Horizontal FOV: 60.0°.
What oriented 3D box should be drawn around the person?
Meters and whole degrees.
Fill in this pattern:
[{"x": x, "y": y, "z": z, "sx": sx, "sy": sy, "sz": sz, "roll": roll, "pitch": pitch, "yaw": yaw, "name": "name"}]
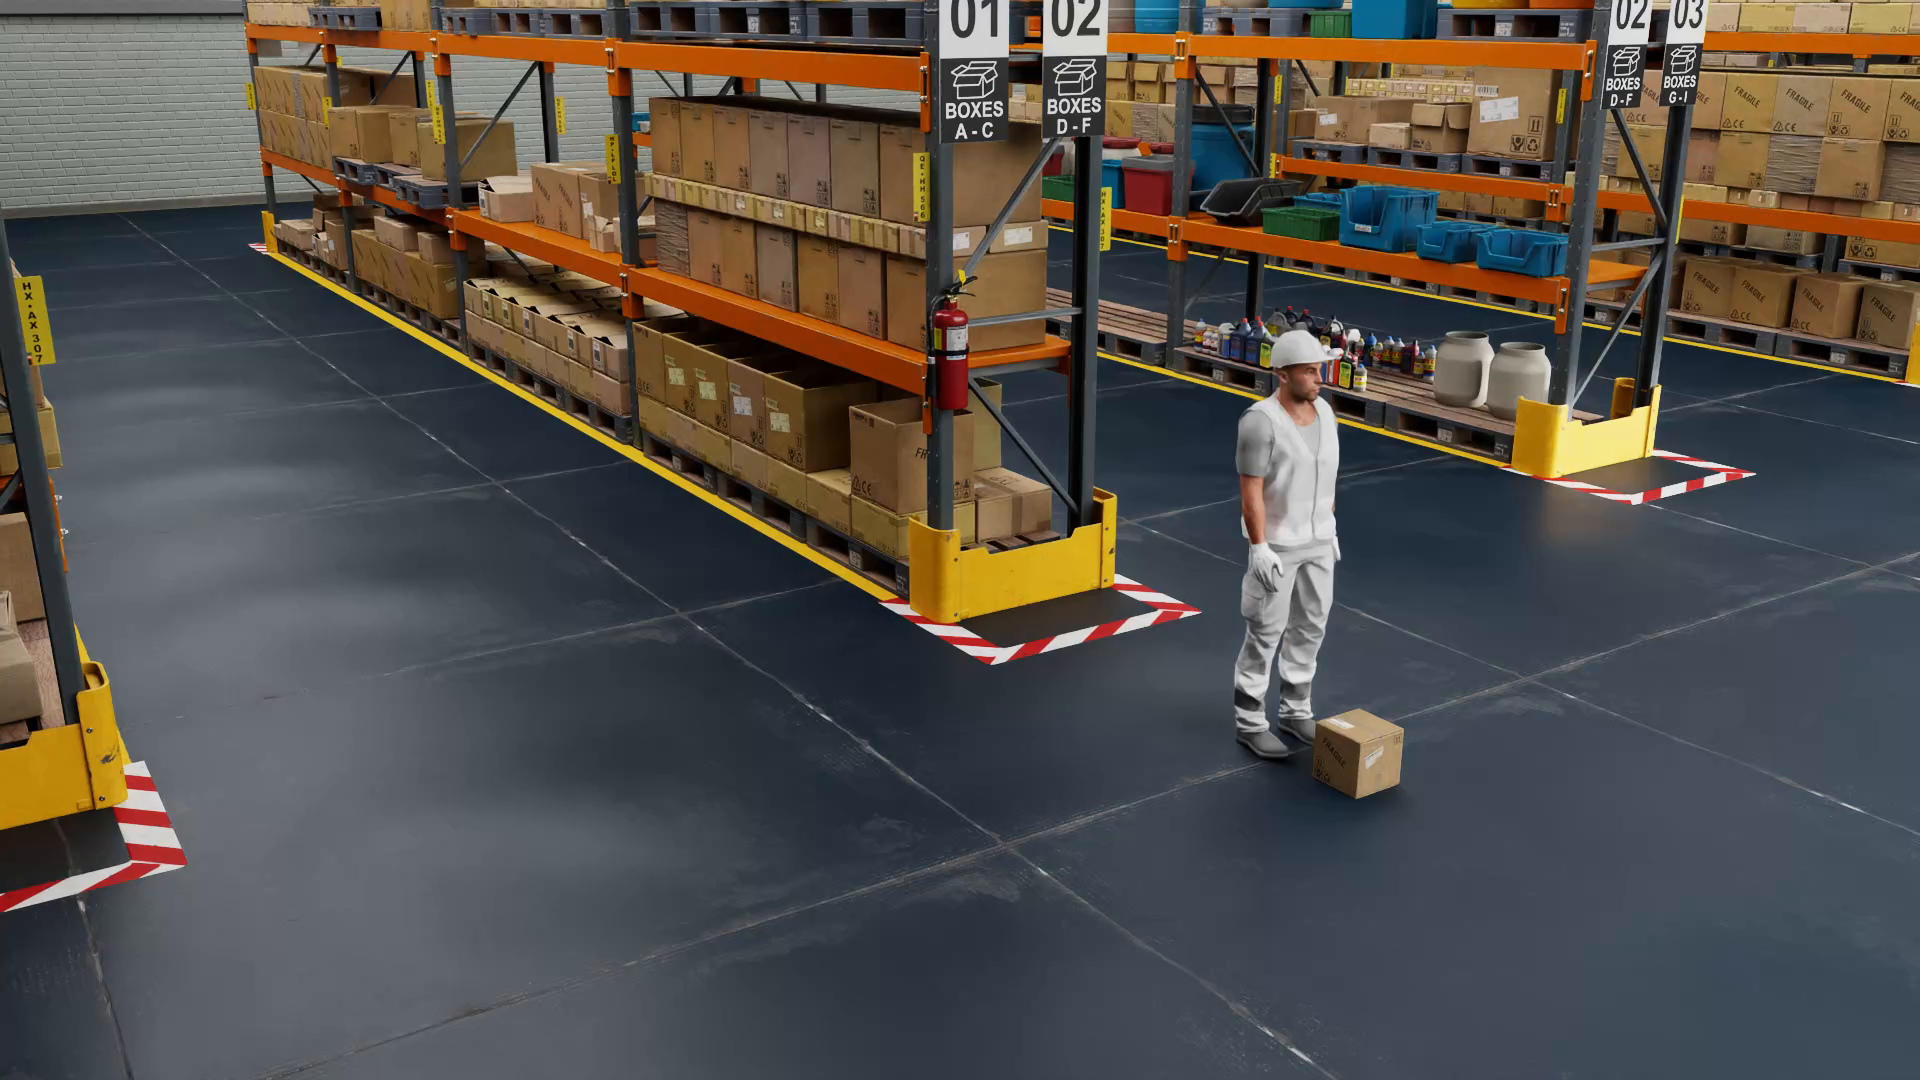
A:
[{"x": 1.390, "y": 0.020, "z": 6.948, "sx": 0.526, "sy": 1.793, "sz": 0.374, "roll": -11, "pitch": 21, "yaw": -30, "name": "person"}]
